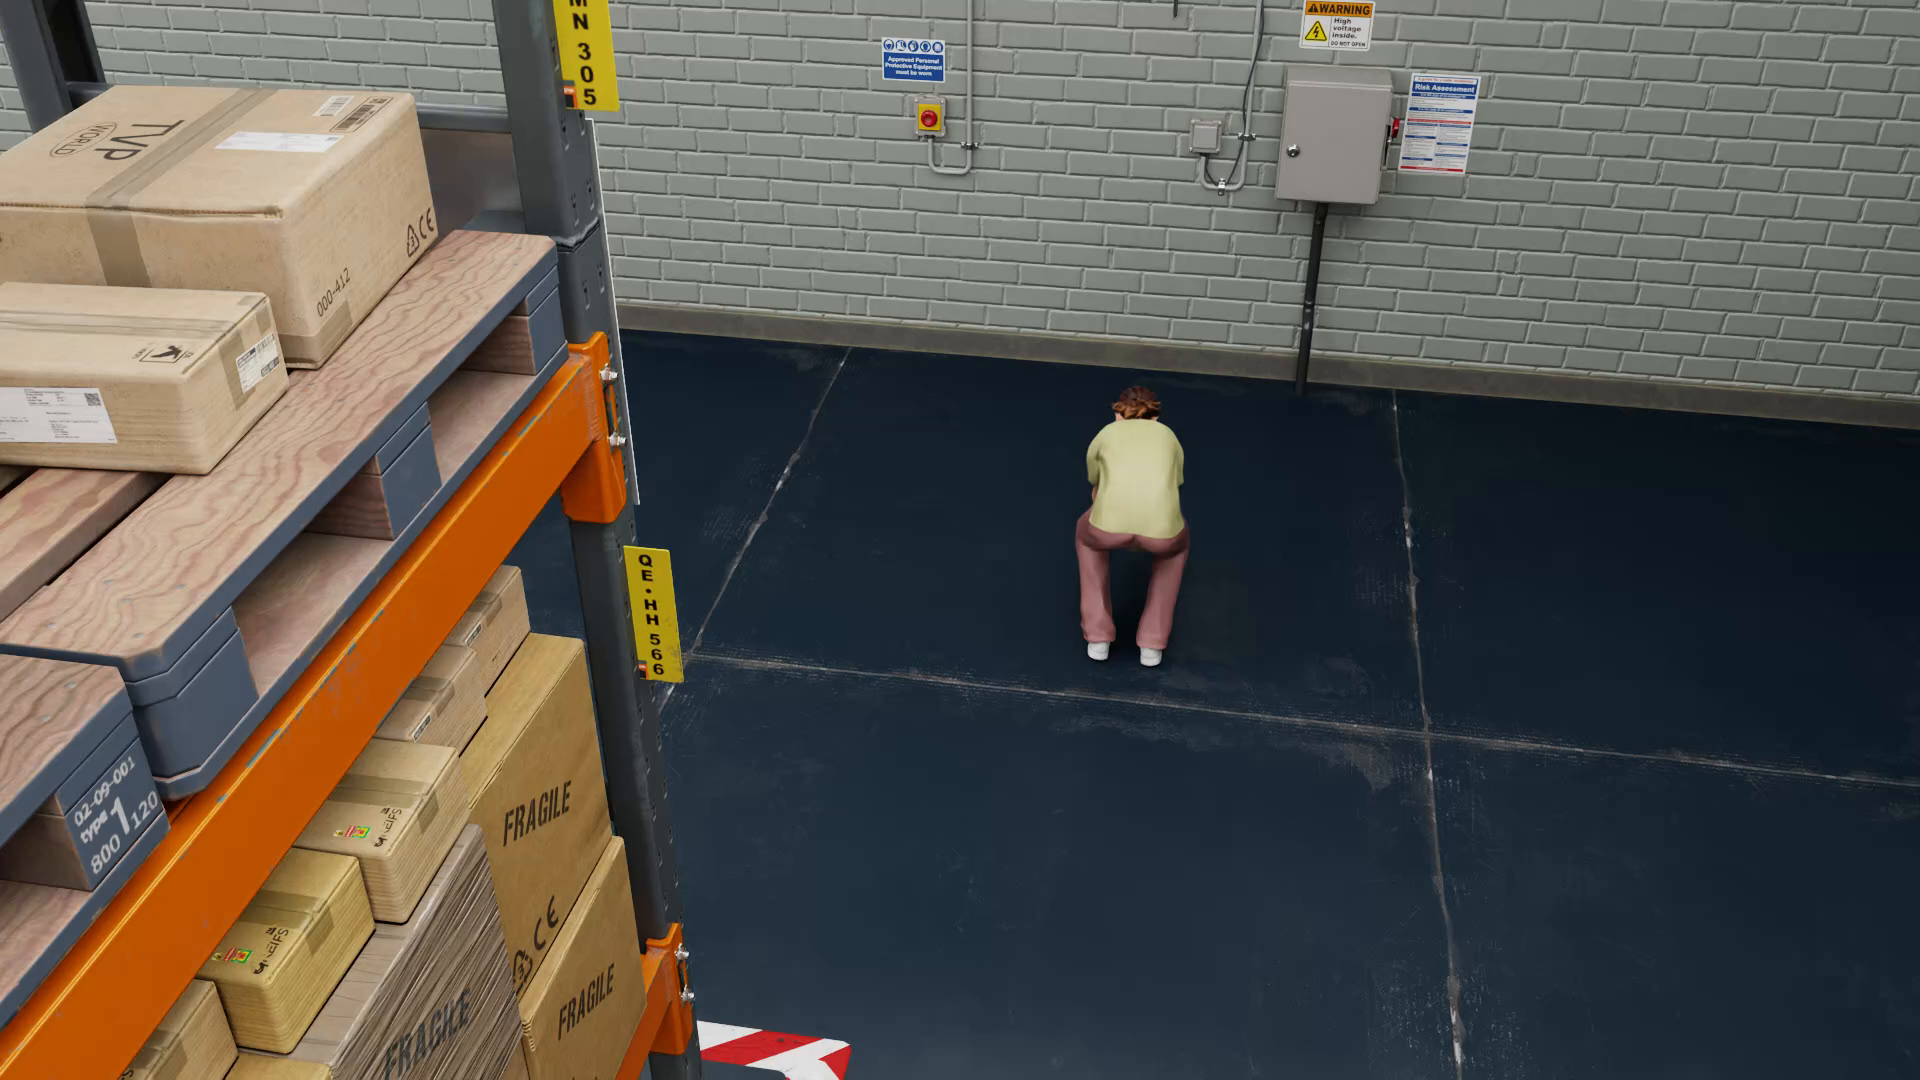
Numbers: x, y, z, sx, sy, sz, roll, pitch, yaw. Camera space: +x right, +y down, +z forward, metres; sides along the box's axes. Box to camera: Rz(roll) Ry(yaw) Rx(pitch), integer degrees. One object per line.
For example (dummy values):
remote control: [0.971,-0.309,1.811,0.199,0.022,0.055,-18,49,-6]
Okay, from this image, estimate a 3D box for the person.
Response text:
person: [0.719,-0.066,6.882,0.474,0.987,0.868,4,33,6]
